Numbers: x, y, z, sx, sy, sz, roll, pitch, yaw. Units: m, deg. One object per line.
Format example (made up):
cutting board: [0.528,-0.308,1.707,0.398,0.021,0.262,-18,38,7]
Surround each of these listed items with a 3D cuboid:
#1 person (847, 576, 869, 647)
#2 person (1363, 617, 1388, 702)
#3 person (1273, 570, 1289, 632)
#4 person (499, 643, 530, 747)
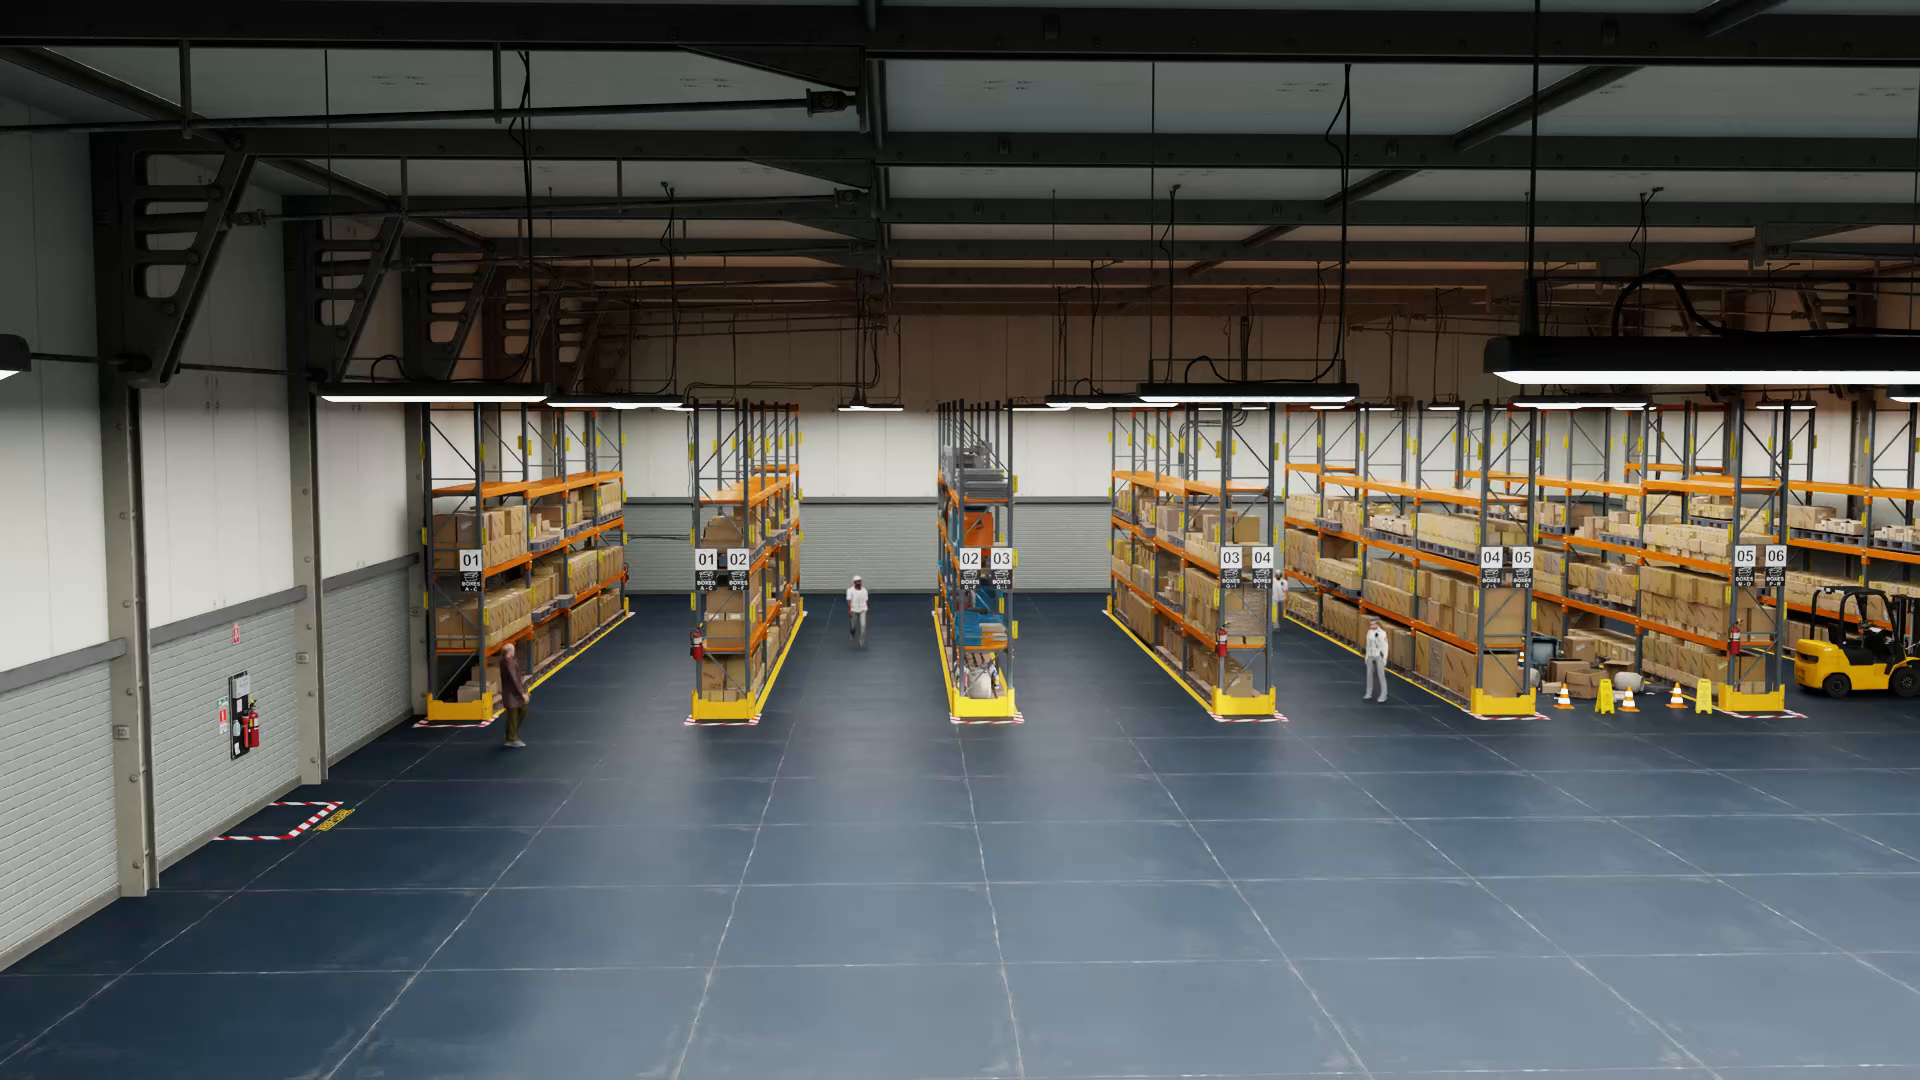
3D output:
person: [-2.514,1.734,40.921,0.554,1.719,0.856,0,4,-5]
person: [8.314,2.364,33.276,0.366,1.670,0.552,-3,5,-34]
person: [8.404,1.584,43.820,0.465,1.615,0.995,0,4,-4]
person: [-7.668,2.662,28.660,0.575,1.785,0.651,0,4,-5]
